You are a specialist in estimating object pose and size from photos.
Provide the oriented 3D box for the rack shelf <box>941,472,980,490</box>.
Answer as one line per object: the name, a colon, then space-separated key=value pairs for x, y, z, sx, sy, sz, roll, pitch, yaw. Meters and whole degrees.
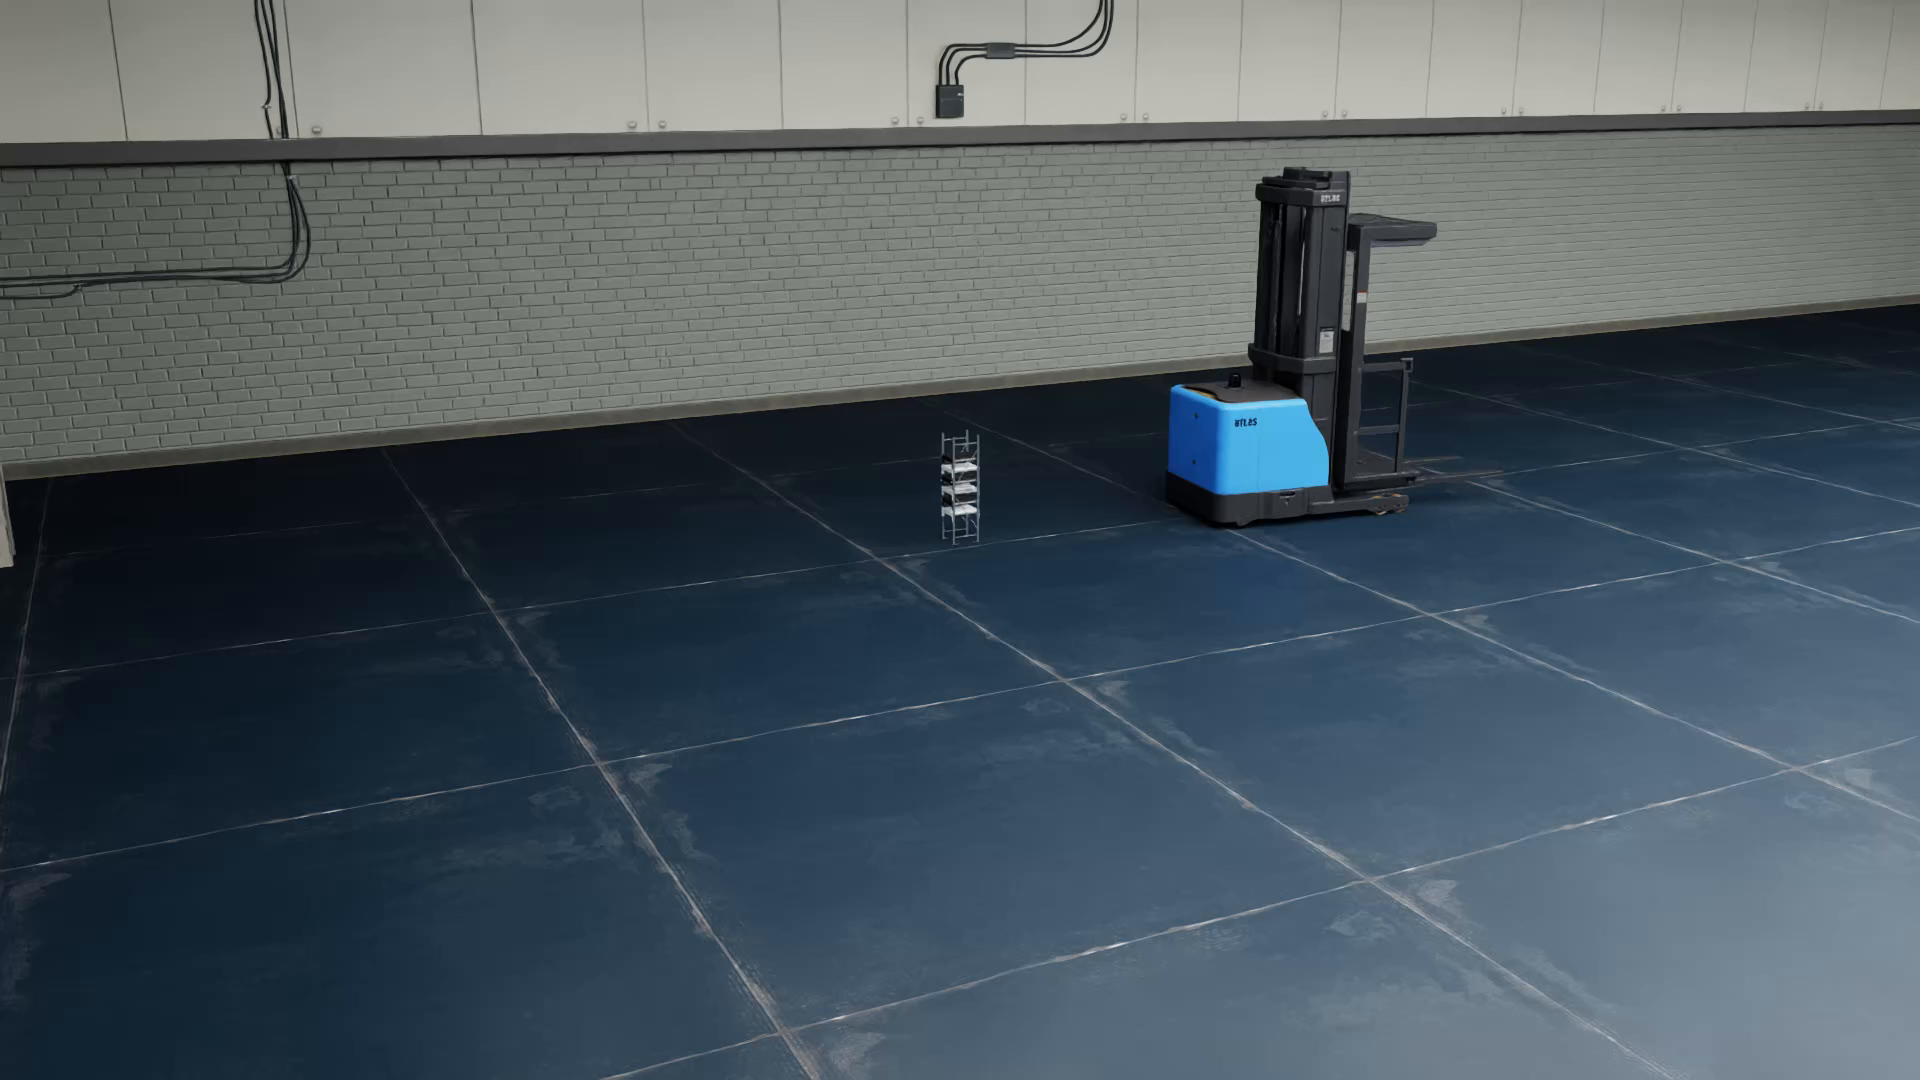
rack shelf: x=0.004 y=-0.485 z=13.604 sx=0.258 sy=0.077 sz=0.200 roll=-8 pitch=18 yaw=-25

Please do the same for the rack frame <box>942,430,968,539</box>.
rack frame: x=-0.041 y=-0.456 z=13.707 sx=0.240 sy=0.900 sz=0.006 roll=-8 pitch=18 yaw=-25

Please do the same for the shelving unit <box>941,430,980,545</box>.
shelving unit: x=0.004 y=-0.431 z=13.620 sx=0.258 sy=0.900 sz=0.210 roll=-8 pitch=18 yaw=-25

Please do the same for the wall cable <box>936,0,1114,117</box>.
wall cable: x=0.790 y=-7.820 z=18.520 sx=2.305 sy=6.003 sz=0.169 roll=-8 pitch=18 yaw=-25

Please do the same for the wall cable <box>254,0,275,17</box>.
wall cable: x=-5.319 y=-6.304 z=15.876 sx=3.097 sy=2.526 sz=0.112 roll=-8 pitch=18 yaw=-25

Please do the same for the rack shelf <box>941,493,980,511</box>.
rack shelf: x=0.004 y=-0.312 z=13.654 sx=0.258 sy=0.077 sz=0.200 roll=-8 pitch=18 yaw=-25

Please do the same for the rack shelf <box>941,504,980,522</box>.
rack shelf: x=0.004 y=-0.225 z=13.678 sx=0.258 sy=0.077 sz=0.200 roll=-8 pitch=18 yaw=-25

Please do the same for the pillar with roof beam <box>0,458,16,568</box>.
pillar with roof beam: x=-3.779 y=-4.672 z=13.716 sx=9.100 sy=9.000 sz=0.400 roll=-8 pitch=18 yaw=-25

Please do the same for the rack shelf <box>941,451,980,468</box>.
rack shelf: x=0.004 y=-0.658 z=13.554 sx=0.258 sy=0.077 sz=0.200 roll=-8 pitch=18 yaw=-25

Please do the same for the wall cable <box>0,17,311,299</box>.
wall cable: x=-7.750 y=-3.549 z=15.434 sx=3.097 sy=2.526 sz=0.112 roll=-8 pitch=18 yaw=-25

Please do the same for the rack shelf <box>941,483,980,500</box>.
rack shelf: x=0.004 y=-0.398 z=13.629 sx=0.258 sy=0.077 sz=0.200 roll=-8 pitch=18 yaw=-25

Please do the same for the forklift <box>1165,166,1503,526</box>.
forklift: x=3.403 y=-1.758 z=14.563 sx=3.031 sy=2.935 sz=1.130 roll=-6 pitch=17 yaw=-20

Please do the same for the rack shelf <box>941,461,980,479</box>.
rack shelf: x=0.004 y=-0.572 z=13.579 sx=0.258 sy=0.077 sz=0.200 roll=-8 pitch=18 yaw=-25

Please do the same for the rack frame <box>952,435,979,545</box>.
rack frame: x=0.048 y=-0.405 z=13.532 sx=0.240 sy=0.900 sz=0.006 roll=-8 pitch=18 yaw=-25
